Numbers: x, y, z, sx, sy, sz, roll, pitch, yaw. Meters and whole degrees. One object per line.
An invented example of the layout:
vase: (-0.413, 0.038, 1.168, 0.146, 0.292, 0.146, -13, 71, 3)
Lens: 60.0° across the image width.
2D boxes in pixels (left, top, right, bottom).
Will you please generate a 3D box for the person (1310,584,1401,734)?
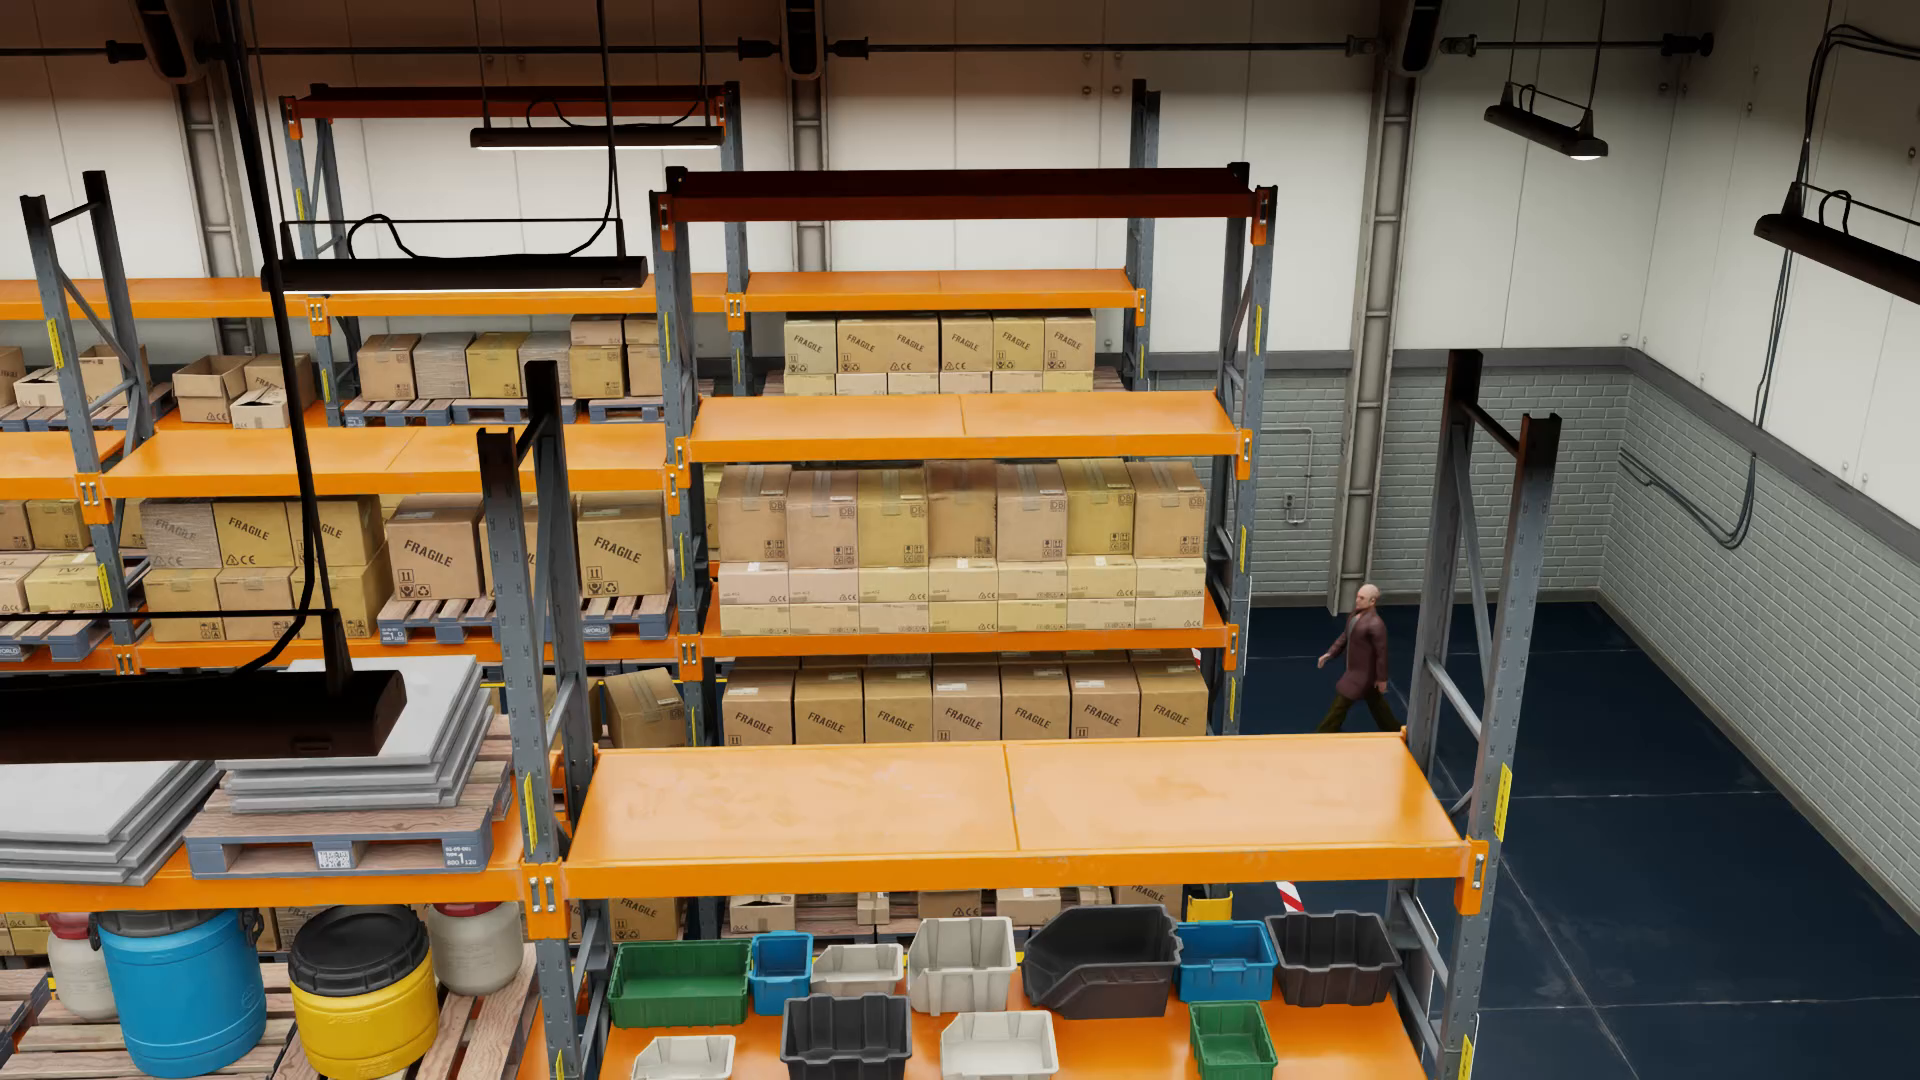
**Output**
person: (3.743, 1.210, 15.815, 1.141, 1.712, 0.594, 0, 22, 0)
